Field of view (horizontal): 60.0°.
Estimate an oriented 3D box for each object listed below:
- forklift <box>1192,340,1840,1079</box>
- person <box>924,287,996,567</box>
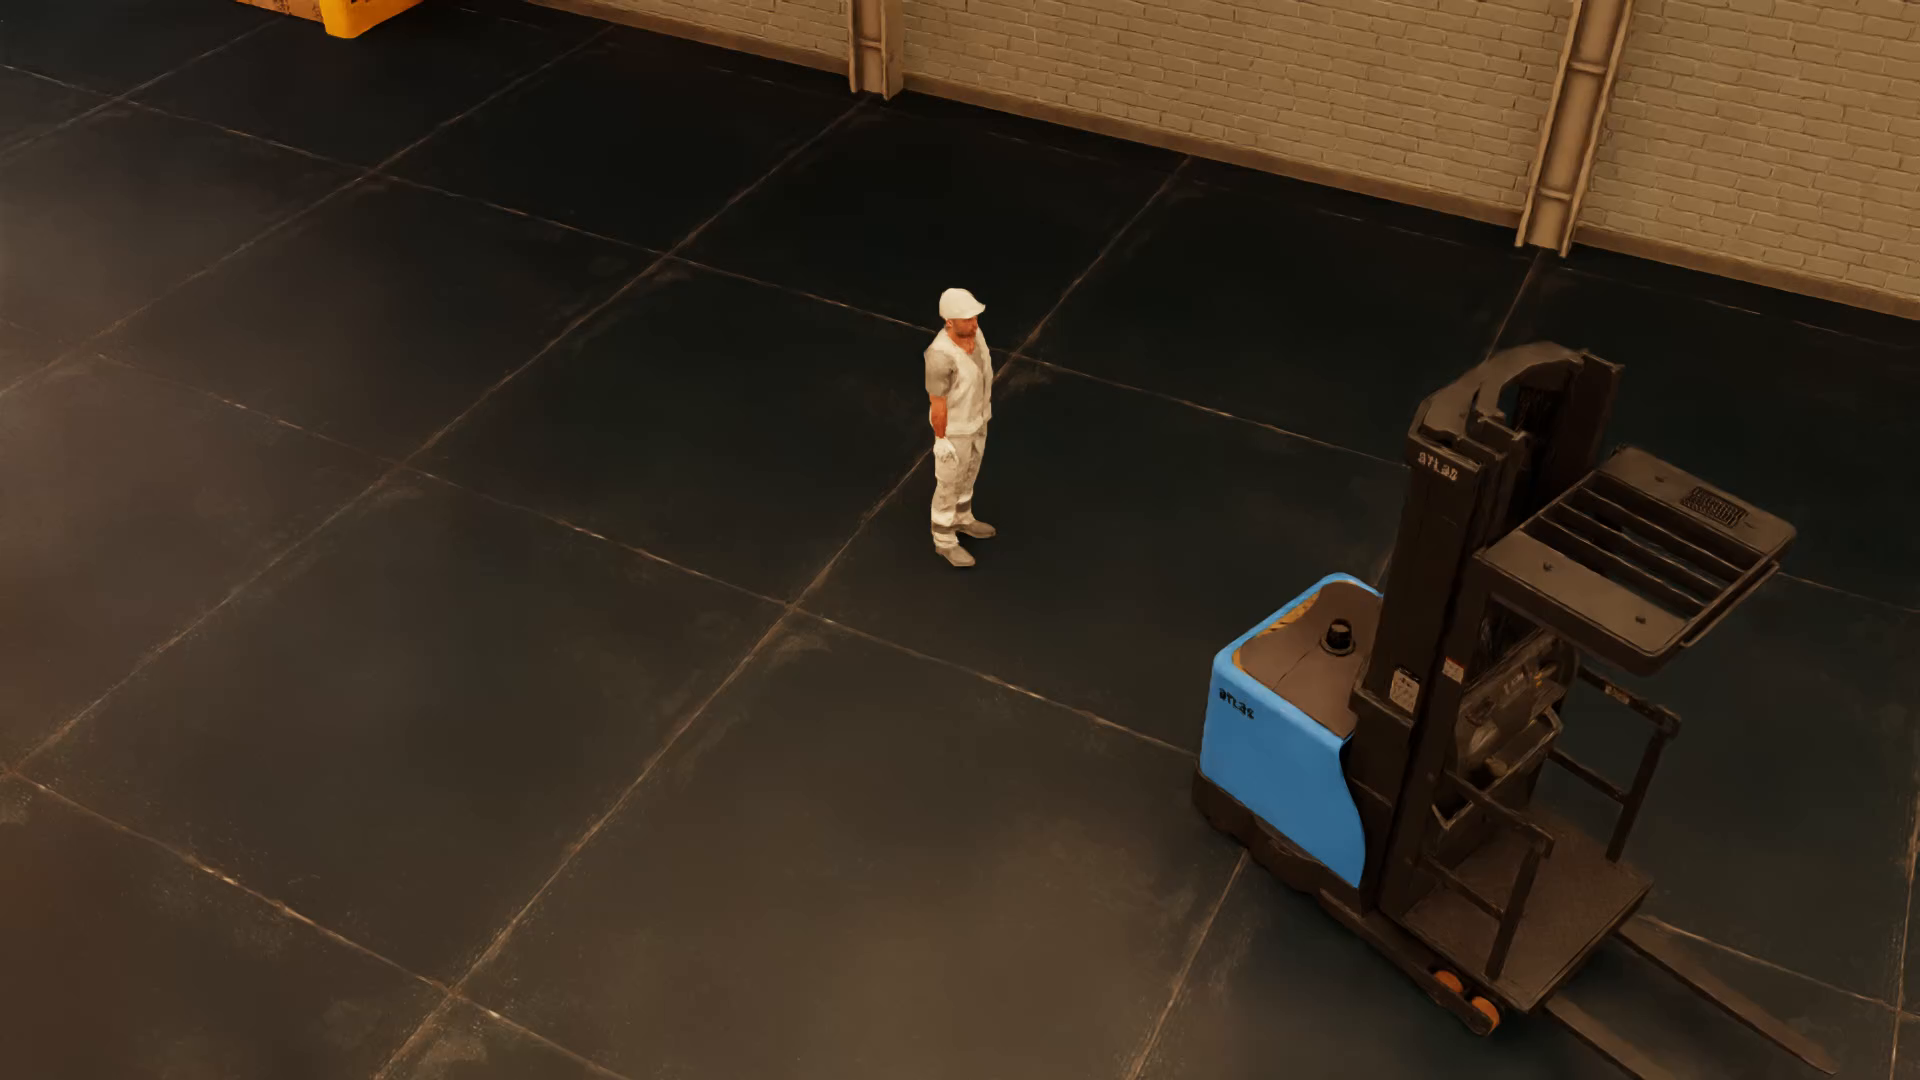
[{"bbox_3d":[2.554,0.754,7.092,1.130,2.935,3.031,-30,49,-31],"label":"forklift"},{"bbox_3d":[0.019,-0.680,9.678,0.349,1.795,0.540,18,43,21],"label":"person"}]
